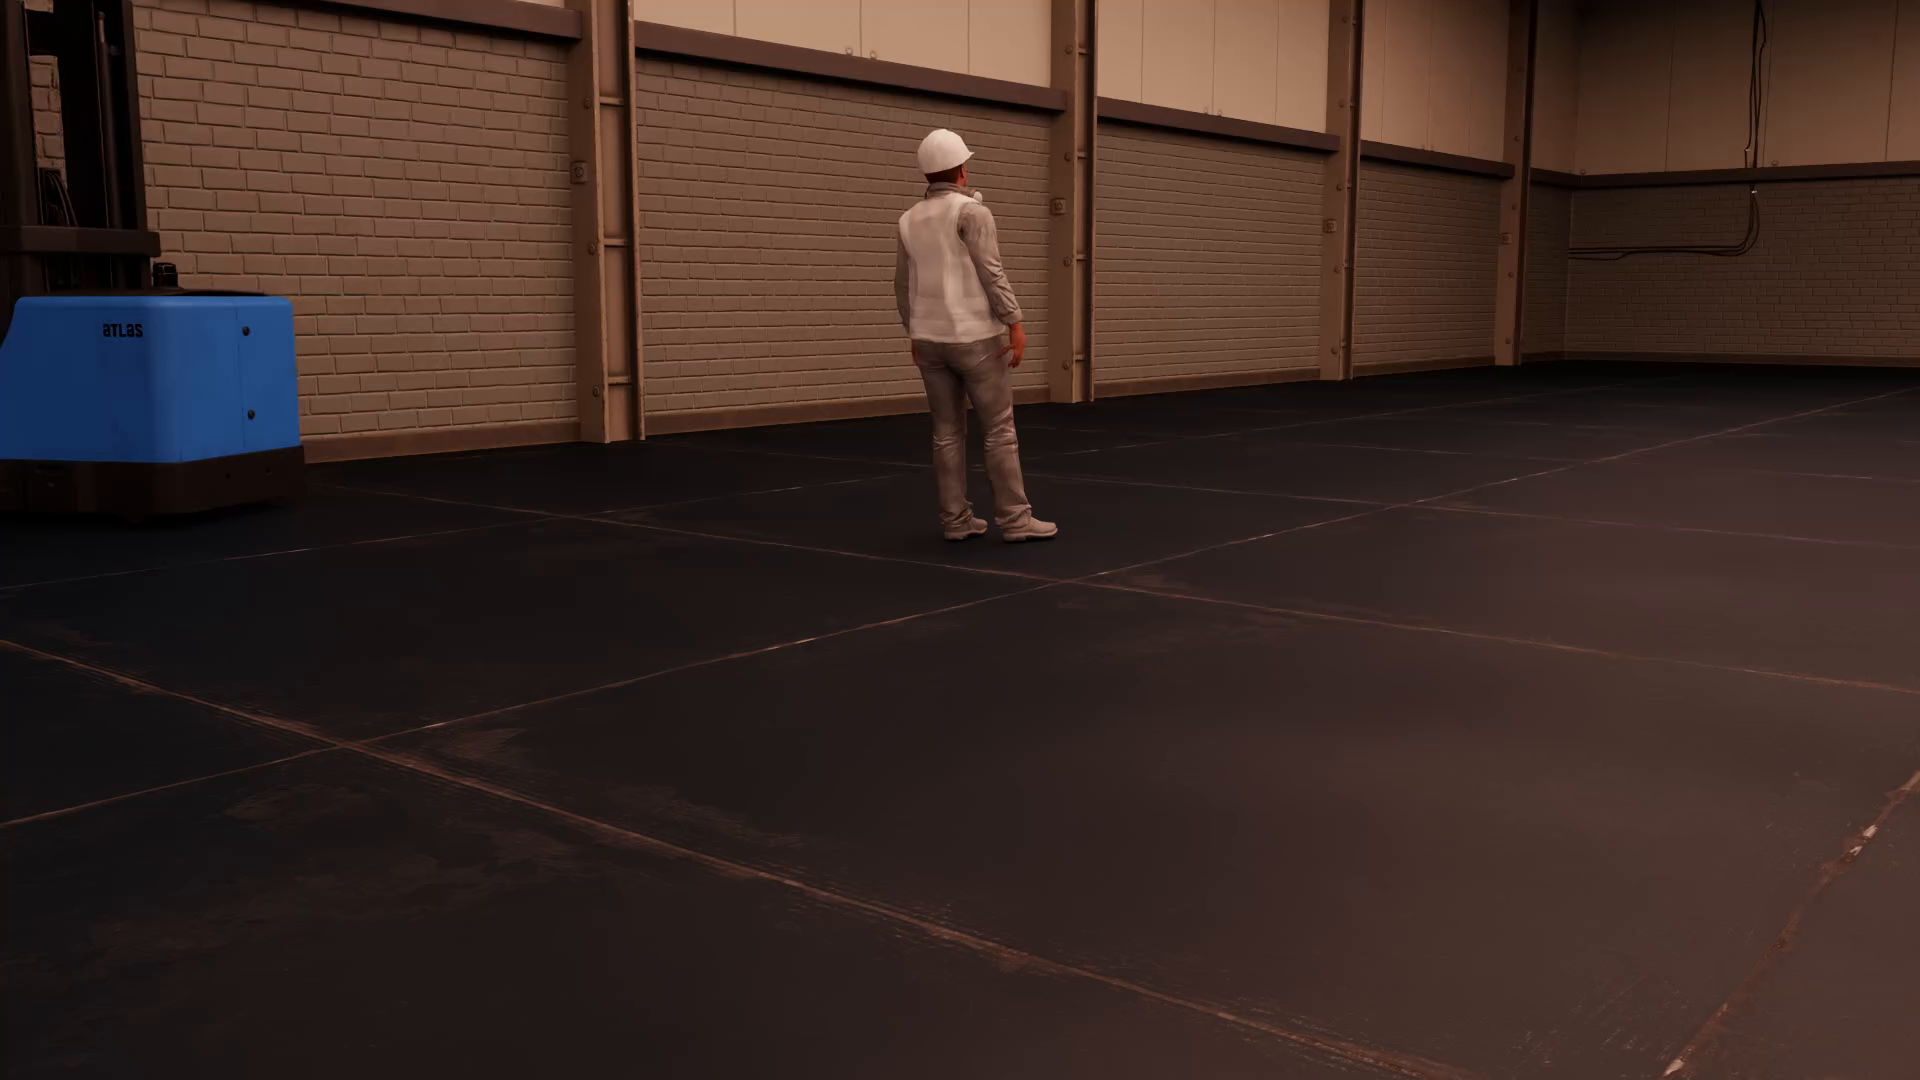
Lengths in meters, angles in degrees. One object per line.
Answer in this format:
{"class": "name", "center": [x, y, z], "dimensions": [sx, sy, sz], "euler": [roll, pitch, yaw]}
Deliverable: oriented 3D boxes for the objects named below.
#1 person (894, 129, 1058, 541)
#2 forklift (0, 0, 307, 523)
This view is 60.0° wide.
{"class": "person", "center": [0.045, -0.892, 7.320], "dimensions": [0.634, 1.775, 0.566], "euler": [7, 11, 38]}
{"class": "forklift", "center": [-4.961, -1.616, 8.327], "dimensions": [3.031, 2.935, 1.130], "euler": [2, 9, 13]}
